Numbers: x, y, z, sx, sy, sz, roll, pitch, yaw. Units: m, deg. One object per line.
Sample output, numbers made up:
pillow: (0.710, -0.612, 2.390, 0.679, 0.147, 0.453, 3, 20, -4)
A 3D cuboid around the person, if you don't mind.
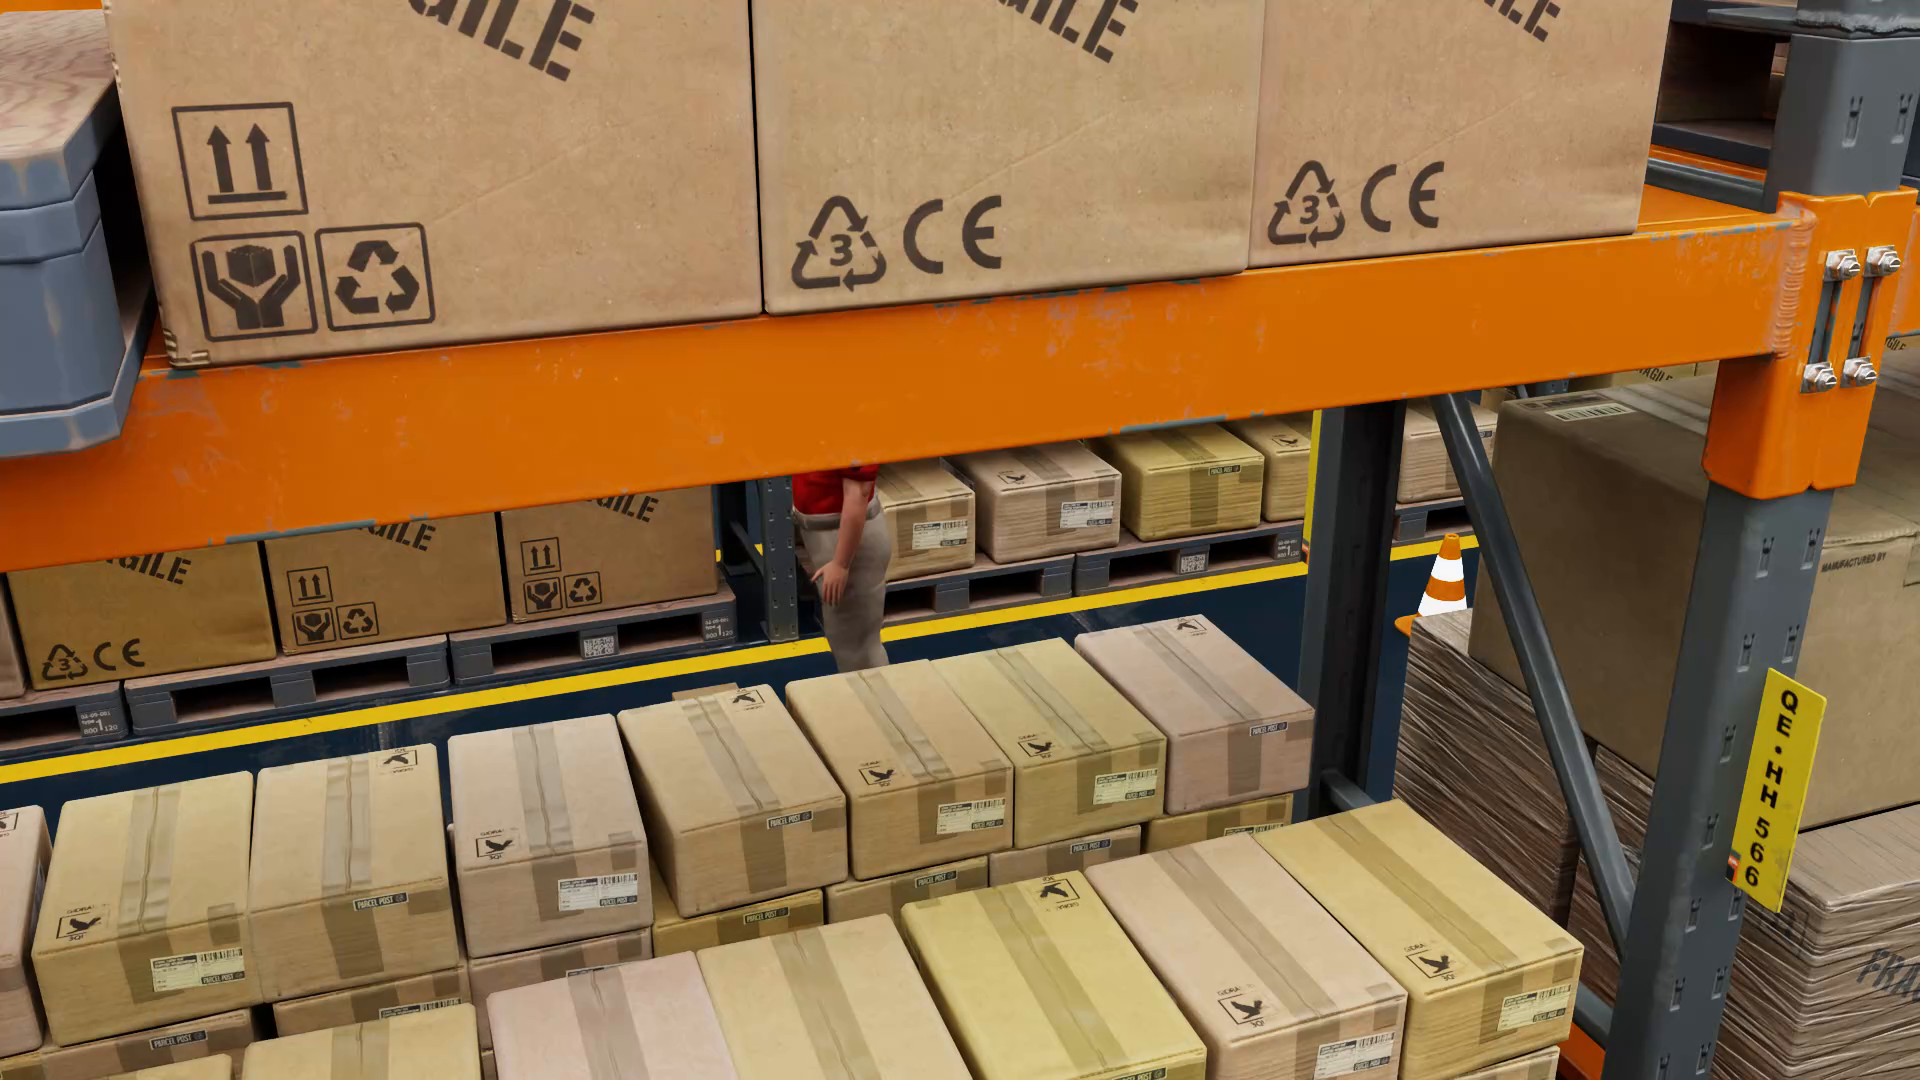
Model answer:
person: (-0.435, 0.015, 6.075, 0.361, 1.730, 0.530, -3, 23, -7)
